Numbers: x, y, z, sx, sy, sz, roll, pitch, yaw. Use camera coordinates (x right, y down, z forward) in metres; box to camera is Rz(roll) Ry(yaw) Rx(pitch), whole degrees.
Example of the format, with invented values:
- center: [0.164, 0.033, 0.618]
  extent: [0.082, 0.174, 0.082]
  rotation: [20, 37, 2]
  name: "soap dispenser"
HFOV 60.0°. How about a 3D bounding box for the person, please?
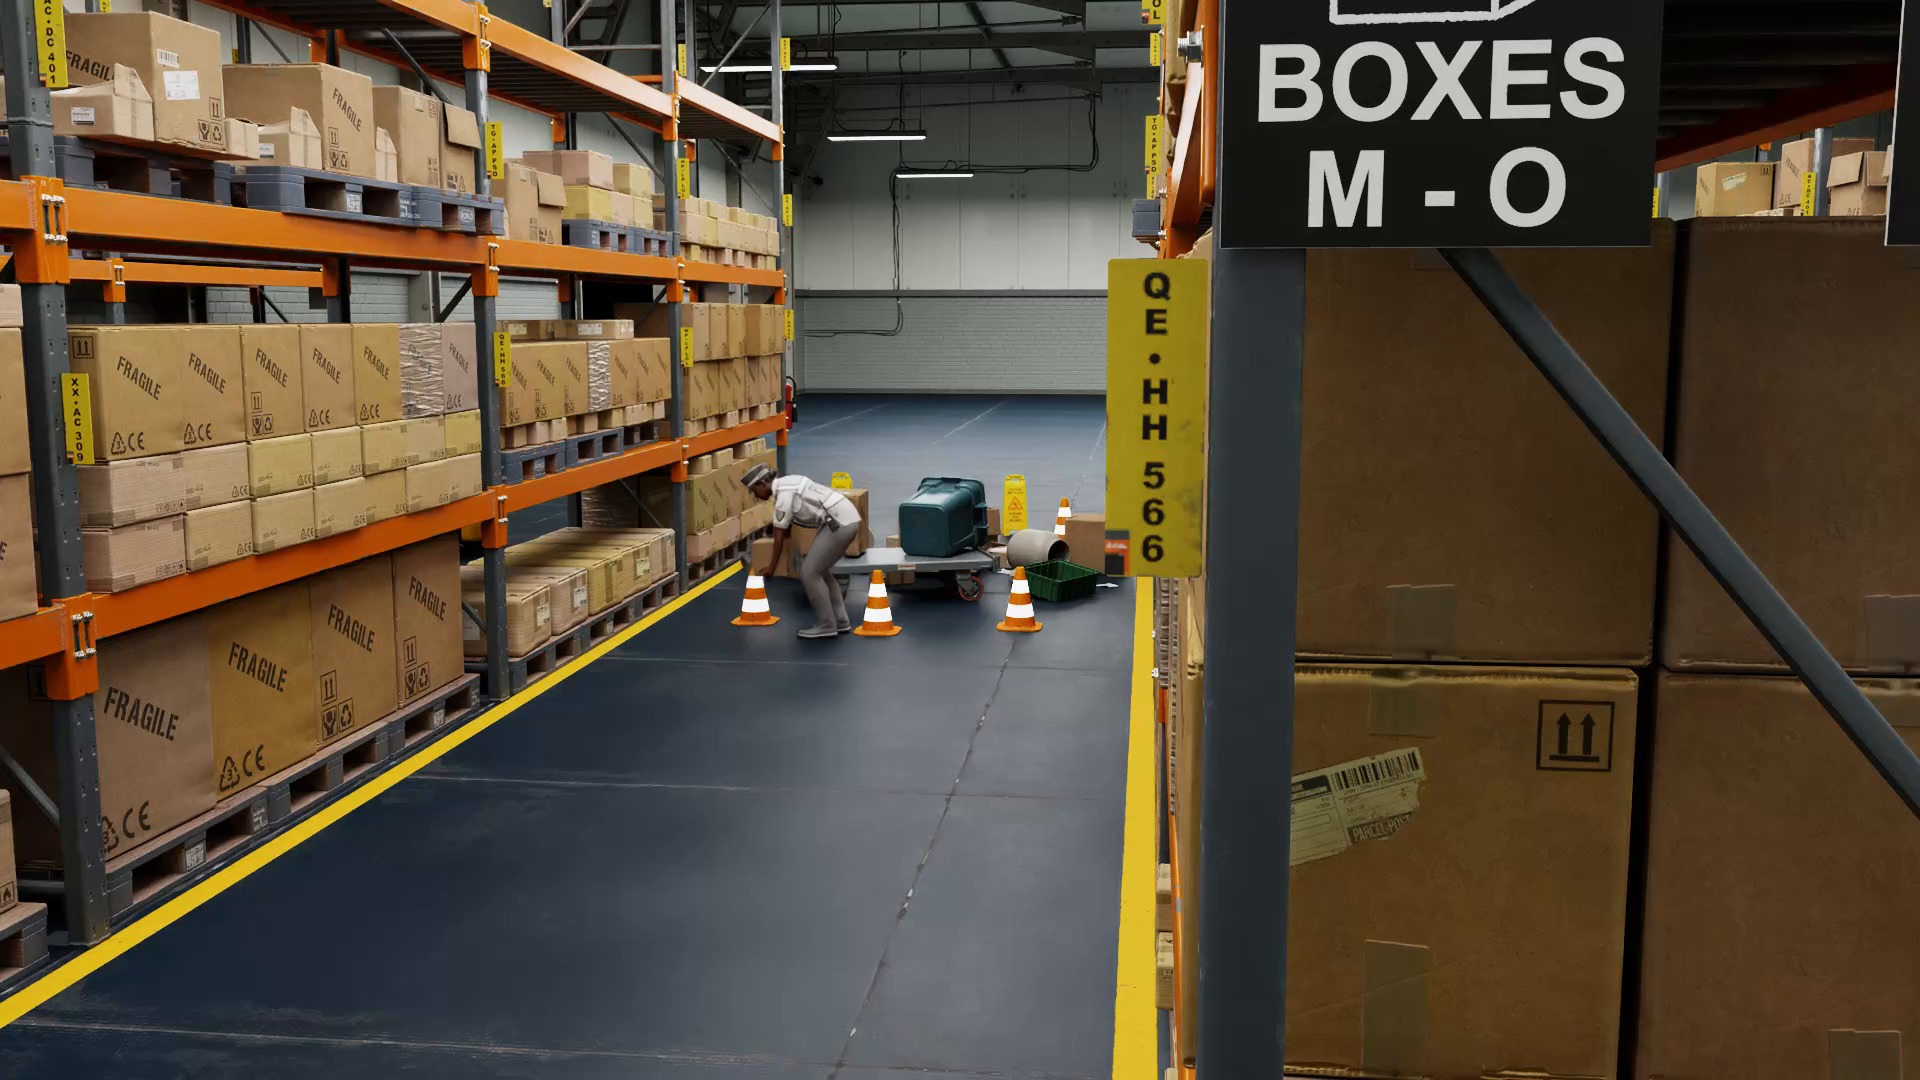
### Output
- center: [-1.174, 0.068, 12.230]
  extent: [0.891, 1.284, 0.422]
  rotation: [1, 8, 4]
  name: "person"
